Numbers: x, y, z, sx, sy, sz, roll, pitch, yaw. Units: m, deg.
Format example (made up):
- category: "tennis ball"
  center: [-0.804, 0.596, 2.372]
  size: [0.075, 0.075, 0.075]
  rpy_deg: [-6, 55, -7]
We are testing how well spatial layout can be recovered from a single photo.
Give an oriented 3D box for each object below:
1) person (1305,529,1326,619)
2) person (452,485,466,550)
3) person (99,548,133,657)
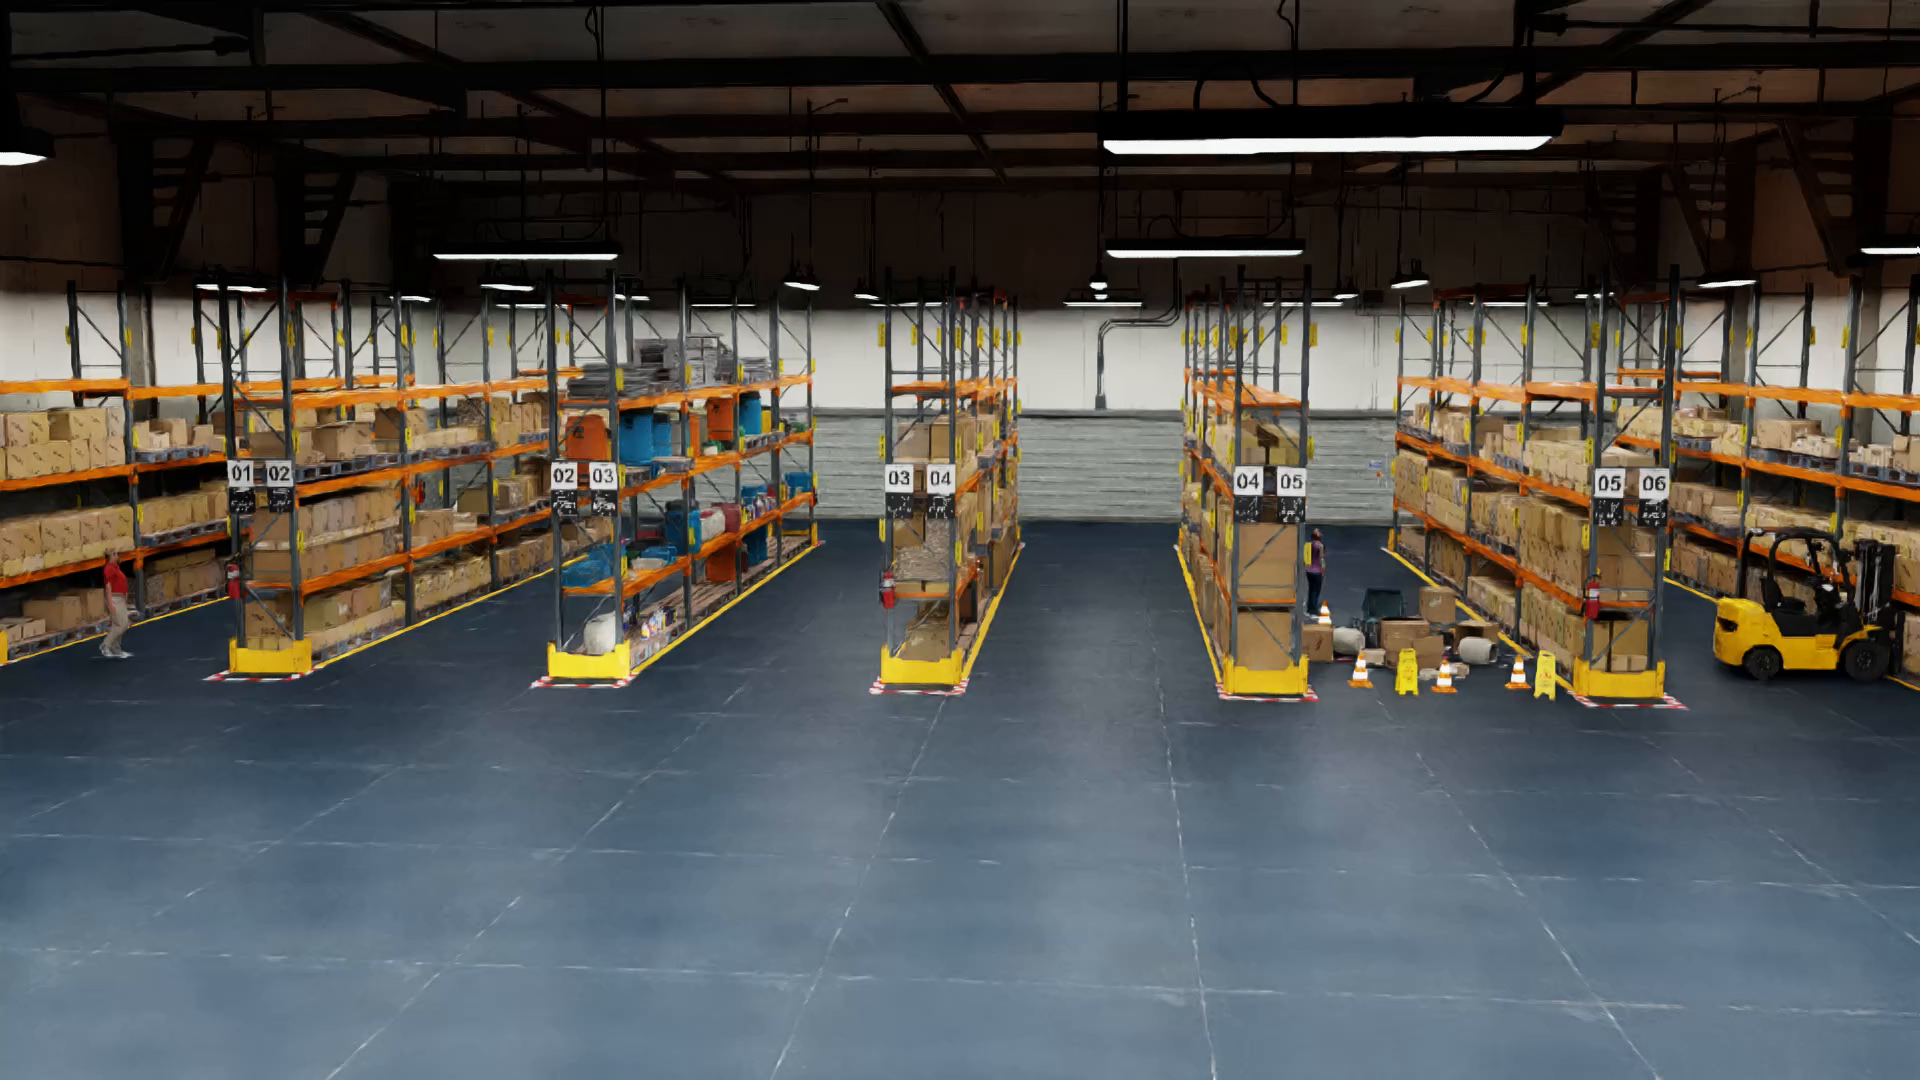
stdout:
- category: "person"
  center: [6.377, 0.593, 29.722]
  size: [0.406, 1.600, 0.468]
  rpy_deg: [-3, 8, -25]
- category: "person"
  center: [-10.955, -0.335, 36.703]
  size: [0.586, 1.748, 0.654]
  rpy_deg: [5, 9, 36]
- category: "person"
  center: [-13.271, 0.987, 26.063]
  size: [0.459, 1.725, 0.578]
  rpy_deg: [-3, 7, -20]
